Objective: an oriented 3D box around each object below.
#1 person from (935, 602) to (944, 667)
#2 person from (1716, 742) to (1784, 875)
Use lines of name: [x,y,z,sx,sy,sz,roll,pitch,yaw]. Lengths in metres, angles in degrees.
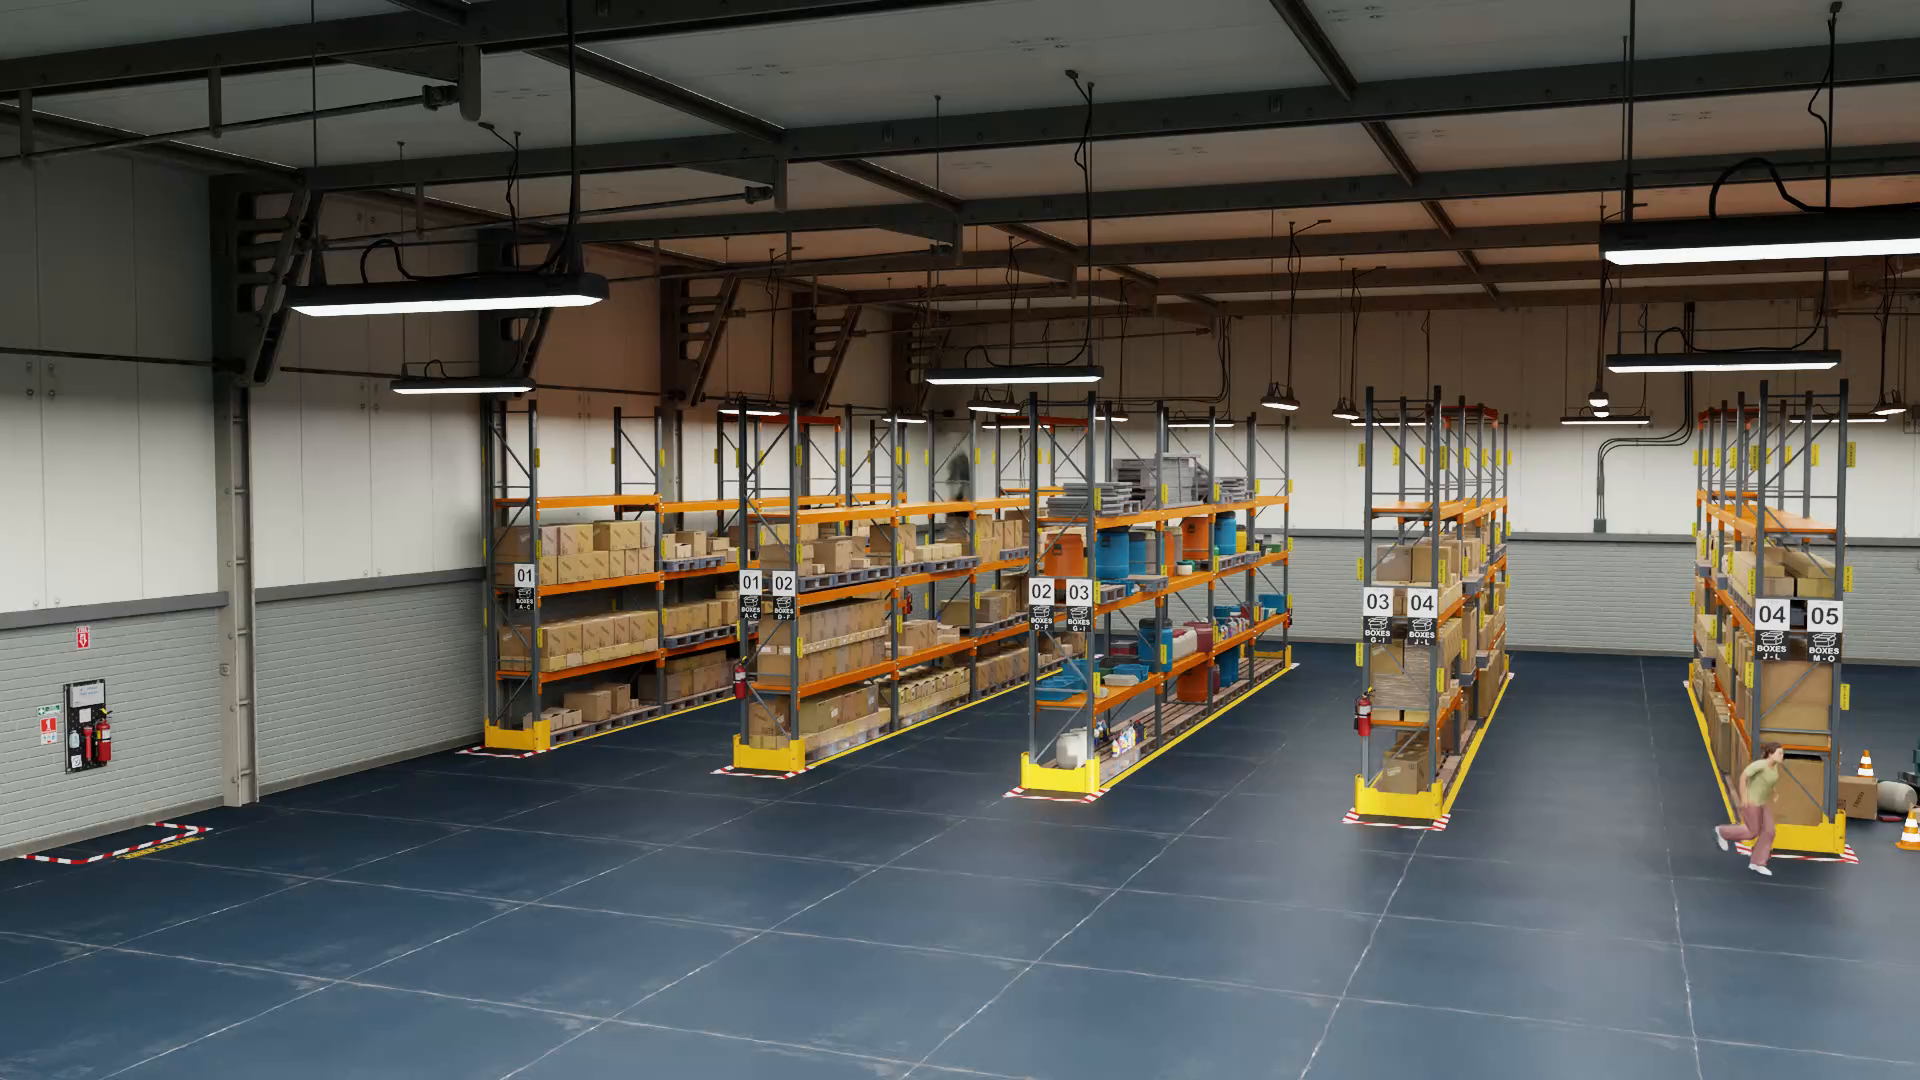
person: [-0.434,2.266,39.090,0.593,1.598,0.763,1,3,19]
person: [9.633,3.224,20.277,0.579,1.613,0.820,-2,4,-38]
